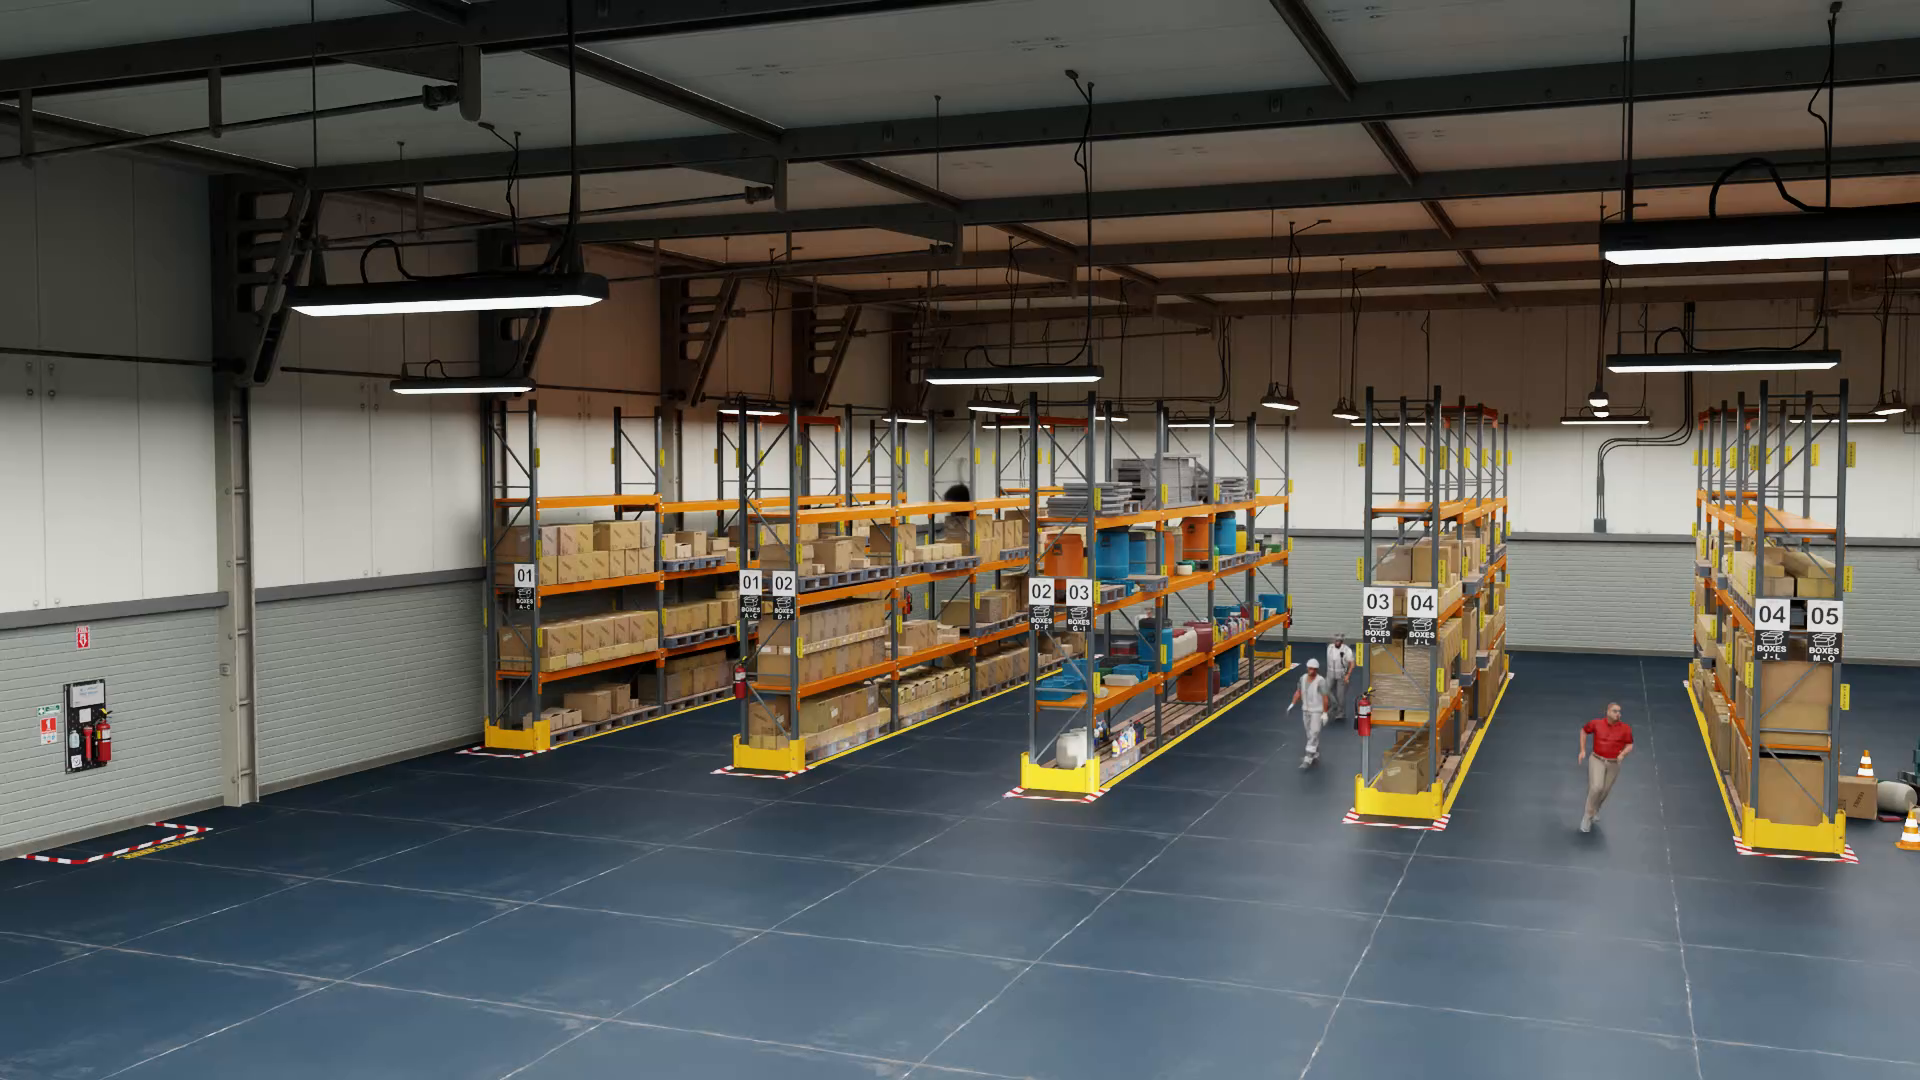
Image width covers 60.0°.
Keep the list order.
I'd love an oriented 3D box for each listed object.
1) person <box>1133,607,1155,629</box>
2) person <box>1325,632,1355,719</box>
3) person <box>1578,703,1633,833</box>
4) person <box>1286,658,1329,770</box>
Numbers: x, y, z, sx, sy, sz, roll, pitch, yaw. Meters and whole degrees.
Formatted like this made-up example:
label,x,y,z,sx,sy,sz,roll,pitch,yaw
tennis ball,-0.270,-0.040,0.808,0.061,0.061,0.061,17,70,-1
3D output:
label,x,y,z,sx,sy,sz,roll,pitch,yaw
person,4.428,2.309,39.353,0.643,1.499,0.852,0,3,4
person,7.198,2.590,31.654,0.688,1.692,0.652,2,3,35
person,8.671,3.036,22.424,0.733,1.712,0.845,0,3,5
person,5.659,2.793,26.970,0.773,1.775,0.727,-2,3,-35
